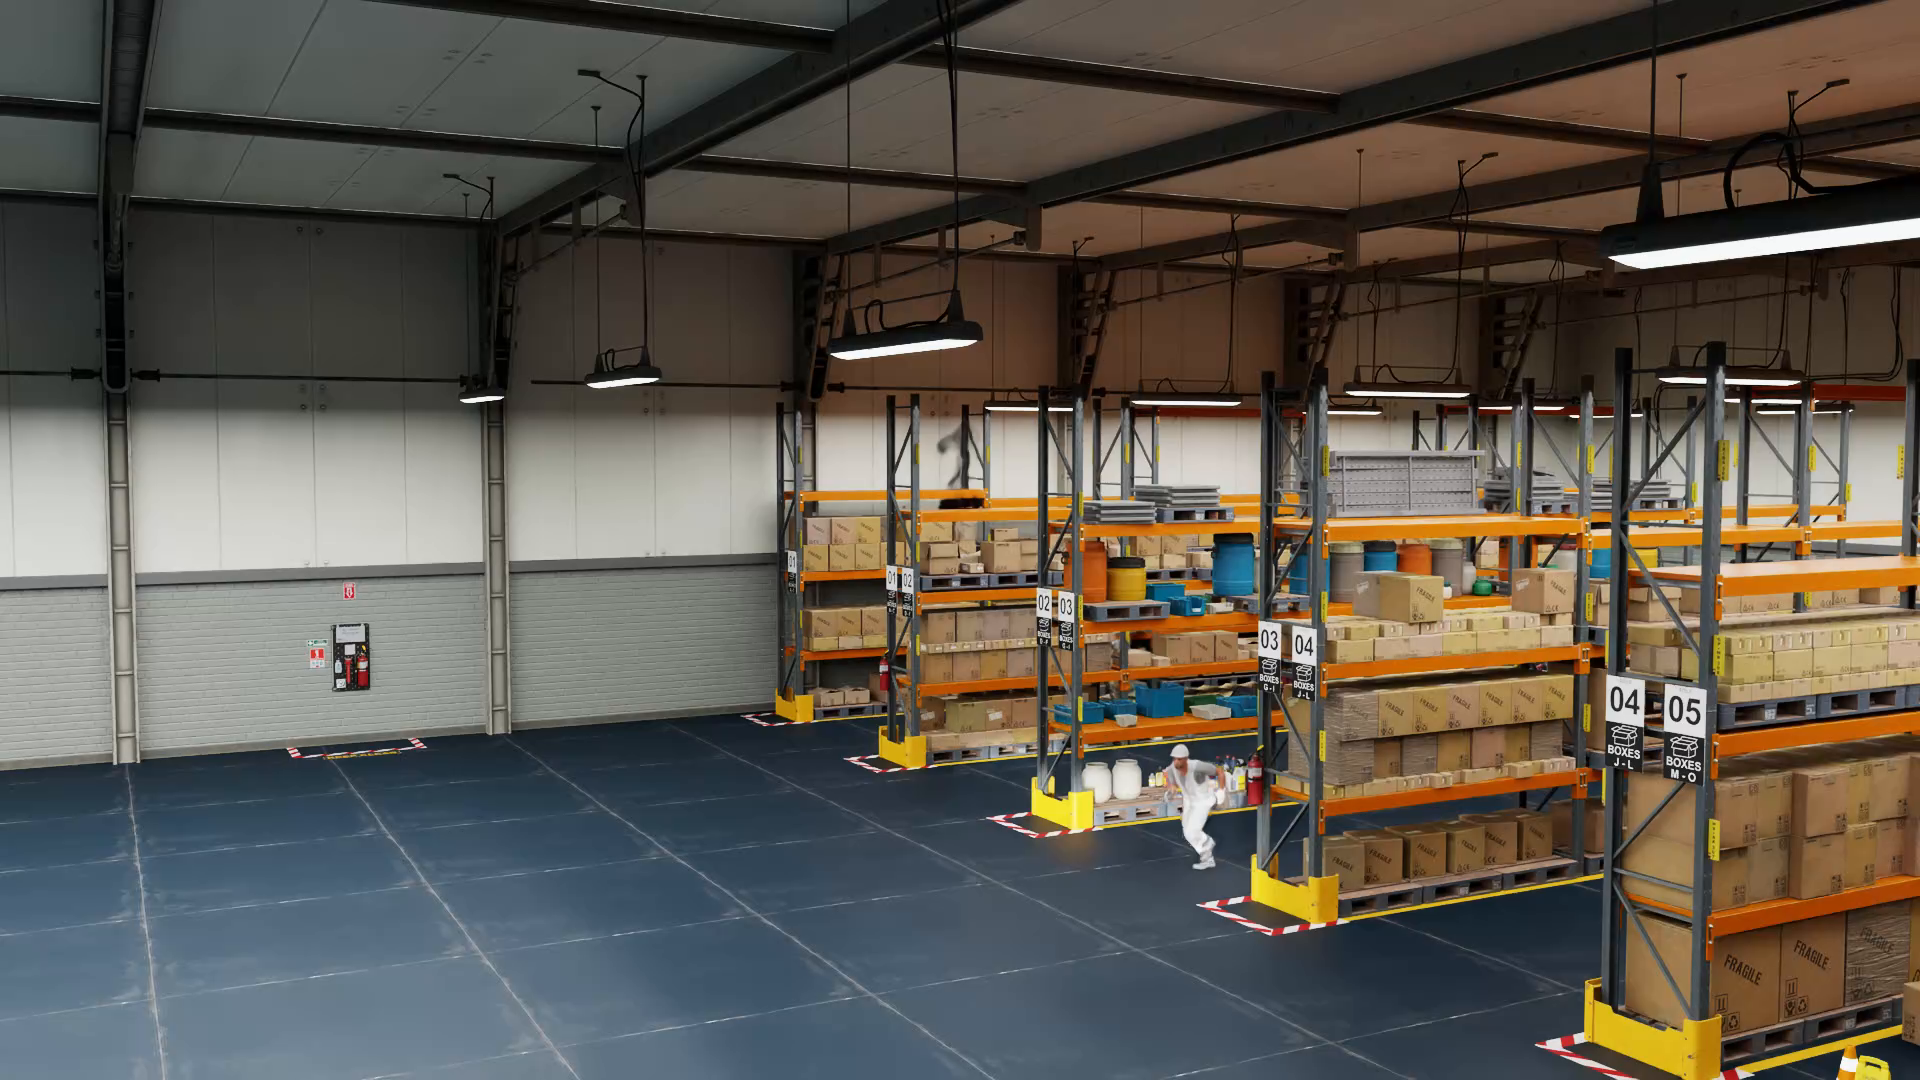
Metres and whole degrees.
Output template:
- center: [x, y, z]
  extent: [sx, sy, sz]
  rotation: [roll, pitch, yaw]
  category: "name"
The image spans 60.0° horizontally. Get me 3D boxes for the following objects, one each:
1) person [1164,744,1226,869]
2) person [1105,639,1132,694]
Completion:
- center: [2.838, 3.232, 20.053]
  extent: [0.837, 1.594, 0.697]
  rotation: [-3, 4, -44]
  category: "person"
- center: [3.023, 2.509, 32.230]
  extent: [0.815, 1.710, 0.678]
  rotation: [-2, 4, -34]
  category: "person"
